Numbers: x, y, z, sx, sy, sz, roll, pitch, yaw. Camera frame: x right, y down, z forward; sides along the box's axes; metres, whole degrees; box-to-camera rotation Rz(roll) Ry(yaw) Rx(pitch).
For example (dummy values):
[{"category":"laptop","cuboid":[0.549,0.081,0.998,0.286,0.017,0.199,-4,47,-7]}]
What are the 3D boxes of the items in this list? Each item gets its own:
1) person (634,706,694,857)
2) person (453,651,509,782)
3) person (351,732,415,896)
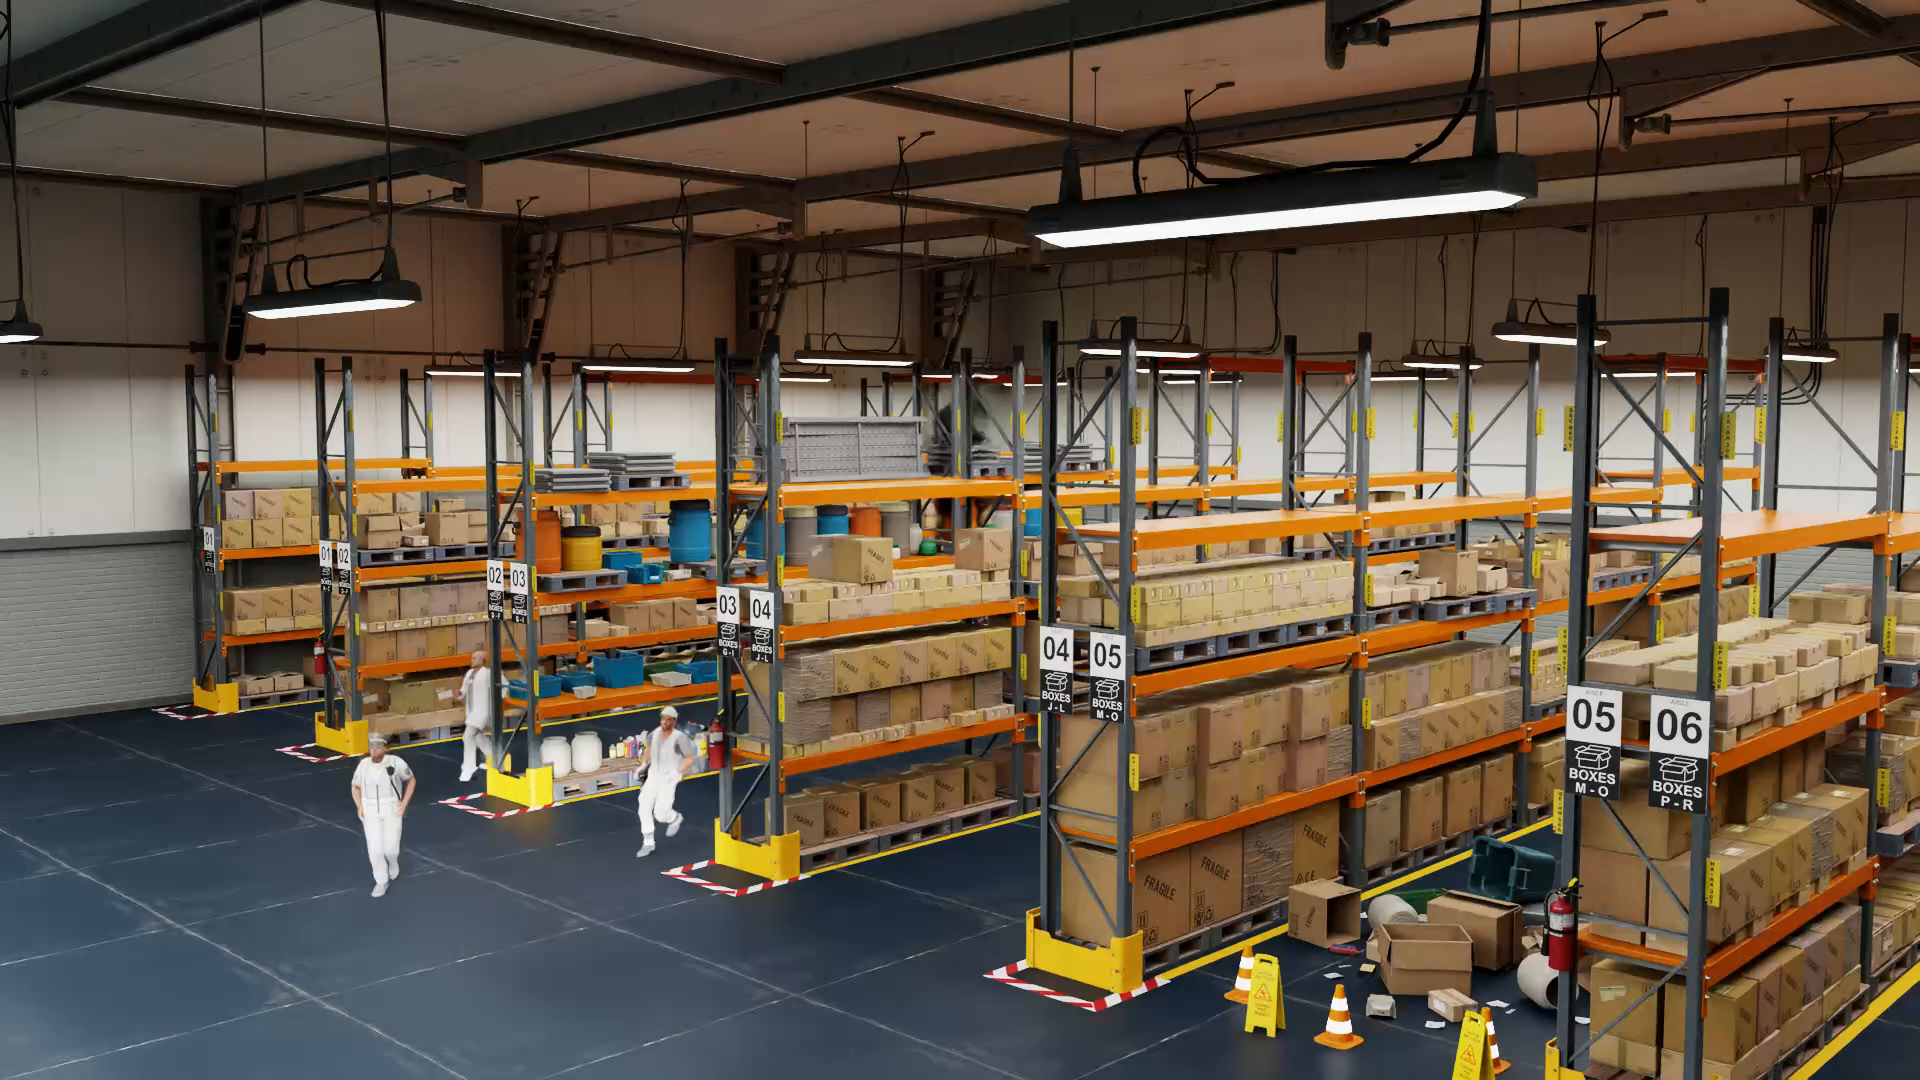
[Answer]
[{"category":"person","cuboid":[-3.450,2.817,19.573,0.708,1.756,0.726,2,5,25]},{"category":"person","cuboid":[-6.816,2.490,23.638,0.726,1.823,0.875,3,6,38]},{"category":"person","cuboid":[-6.232,2.927,17.957,0.661,1.755,0.563,-1,4,-8]}]
